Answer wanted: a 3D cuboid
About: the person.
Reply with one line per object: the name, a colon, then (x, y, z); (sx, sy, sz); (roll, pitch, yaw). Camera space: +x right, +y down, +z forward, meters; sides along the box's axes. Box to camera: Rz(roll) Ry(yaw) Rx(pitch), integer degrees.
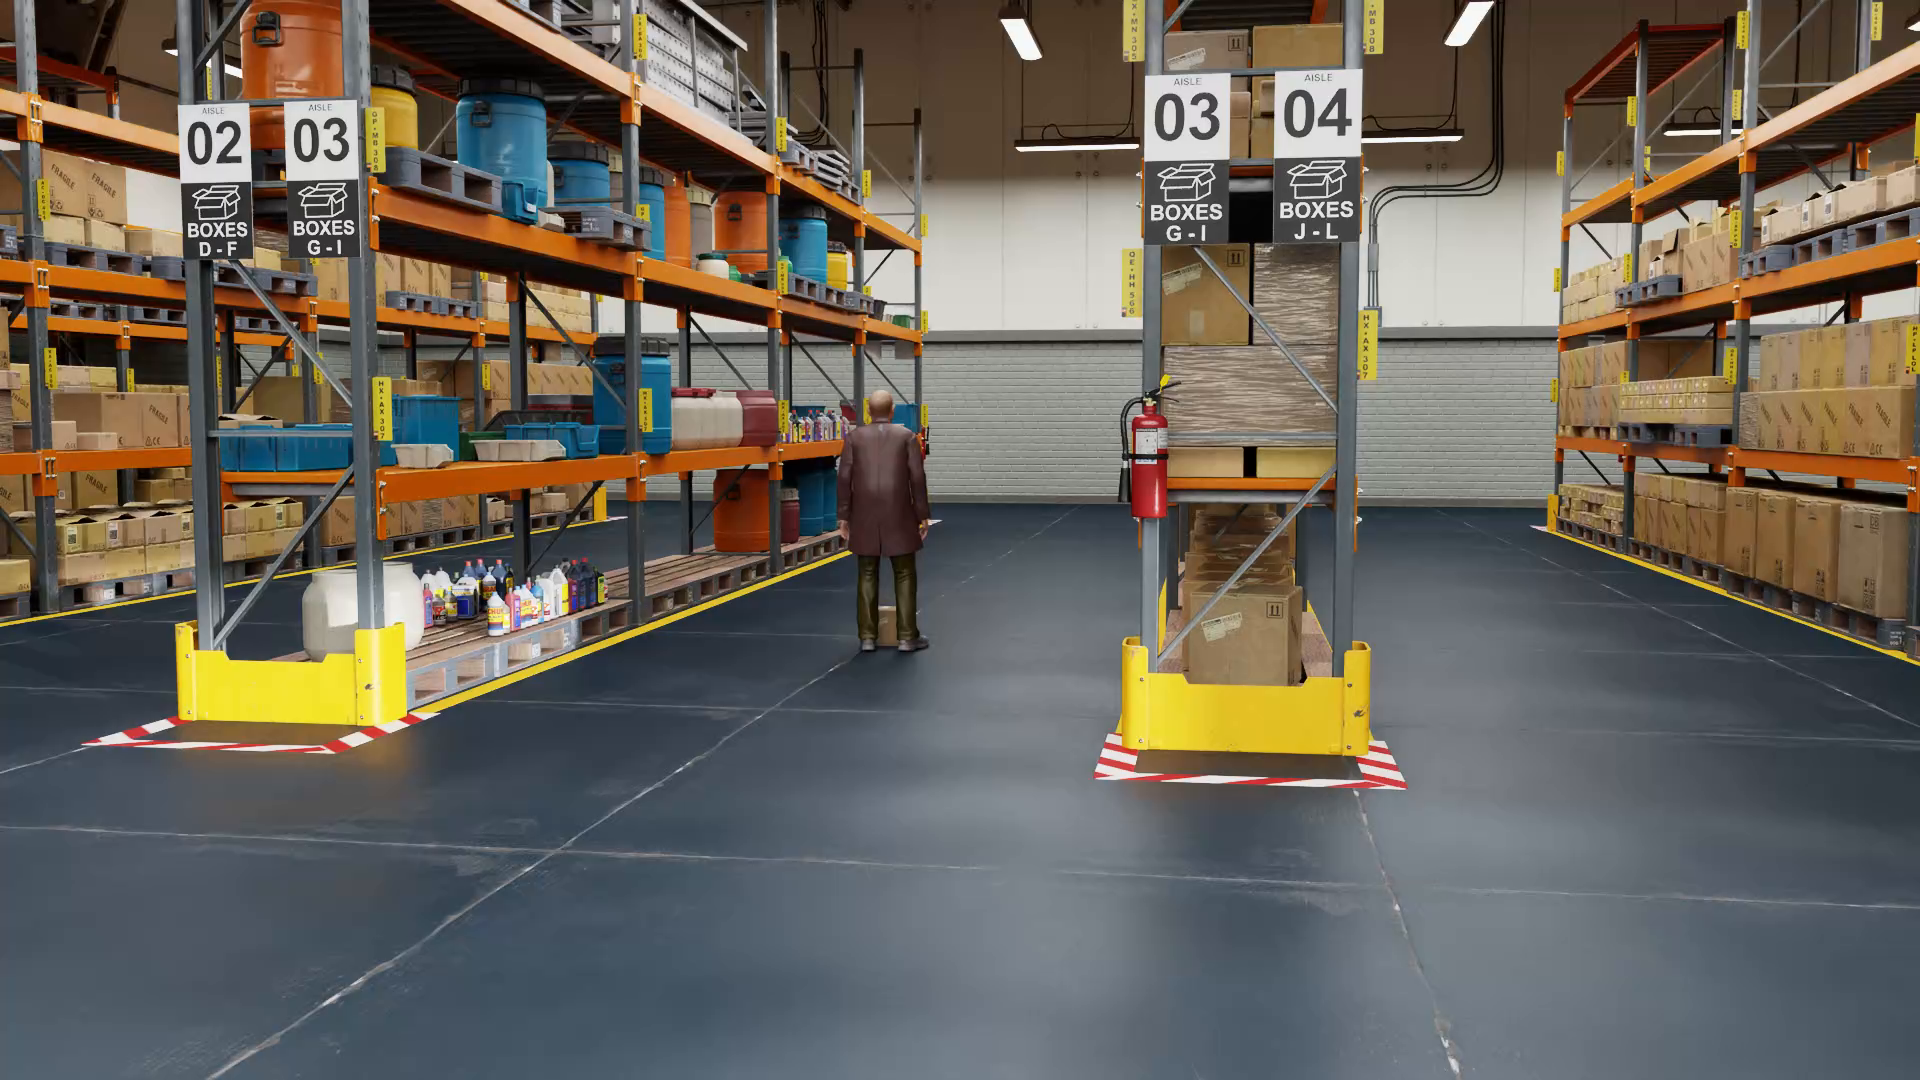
person: (-0.524, -0.136, 11.375); (0.654, 1.774, 0.415); (1, 4, 7)
